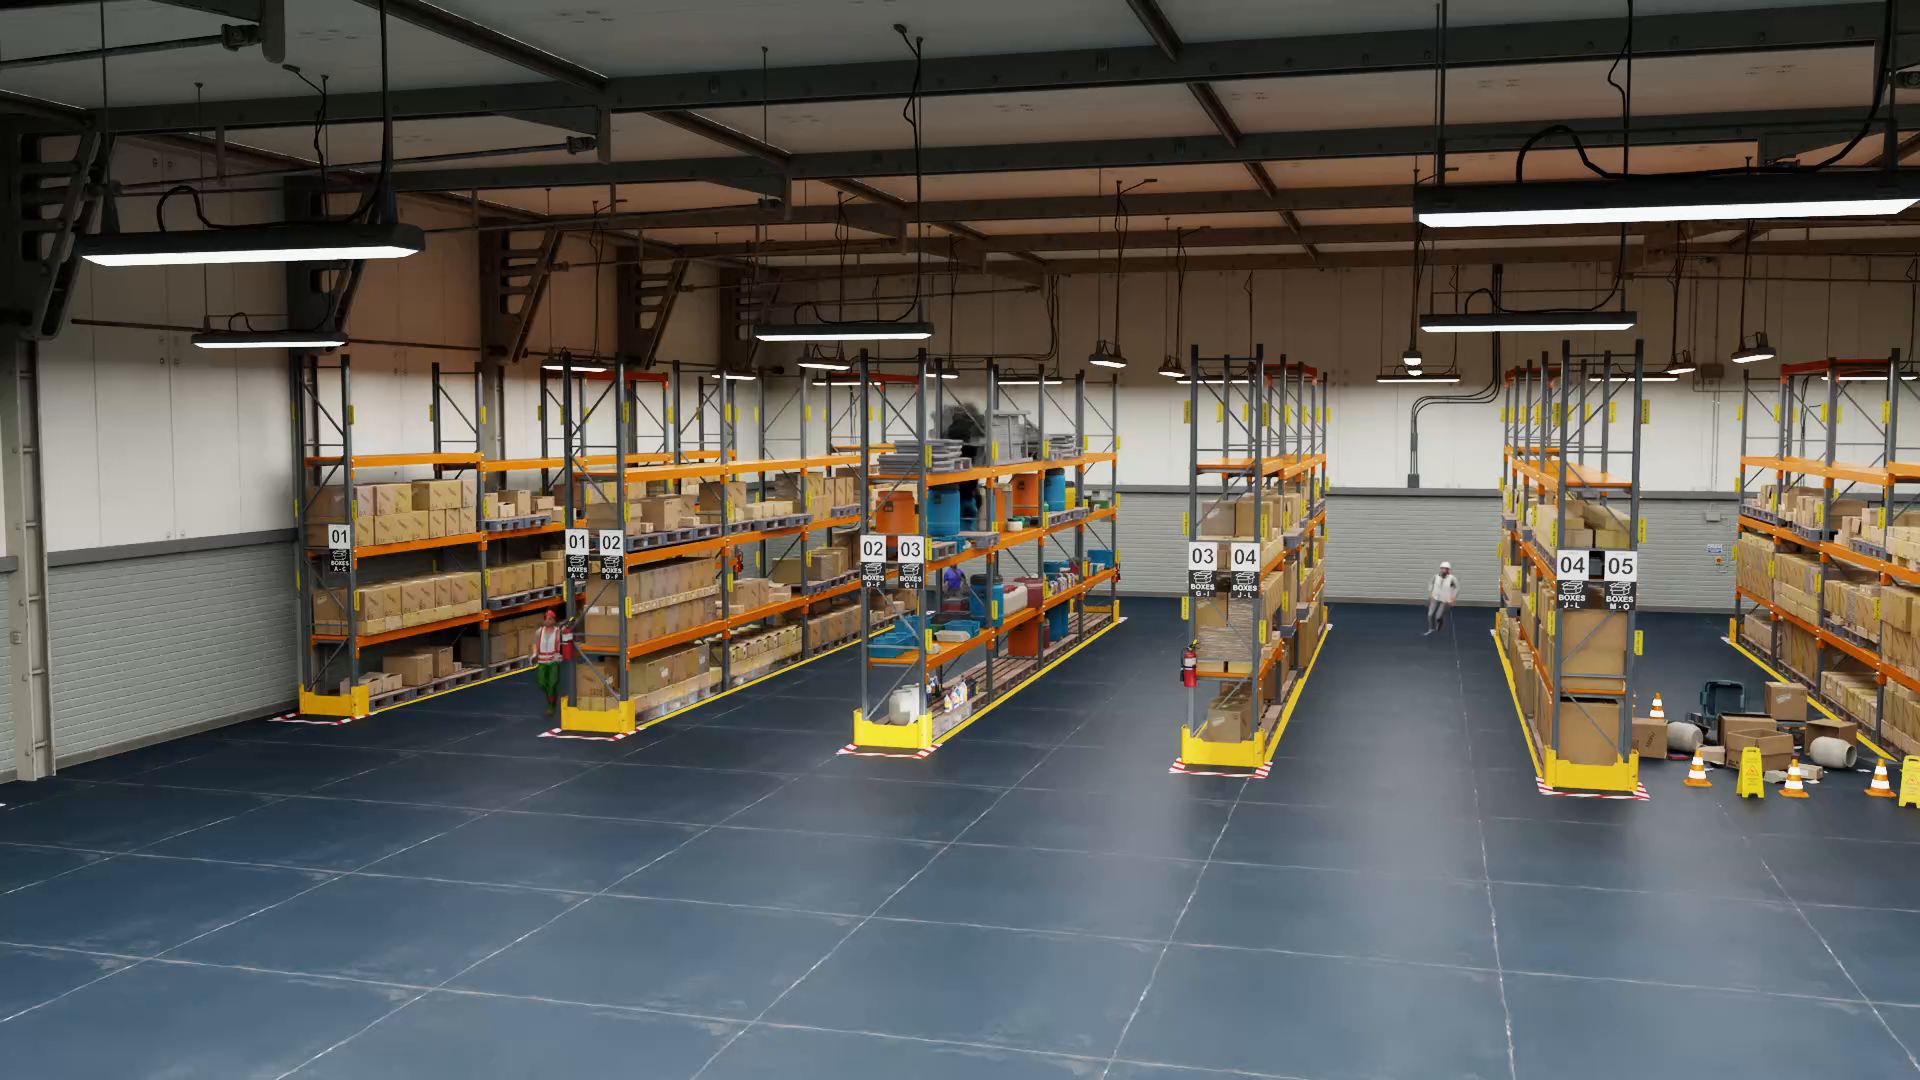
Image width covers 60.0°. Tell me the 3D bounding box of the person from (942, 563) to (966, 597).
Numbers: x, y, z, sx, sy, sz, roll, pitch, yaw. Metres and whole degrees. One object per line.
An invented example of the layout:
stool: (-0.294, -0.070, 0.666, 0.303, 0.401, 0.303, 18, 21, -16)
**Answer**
person: (-0.135, 1.272, 38.930, 0.579, 1.649, 0.843, 0, 4, -2)

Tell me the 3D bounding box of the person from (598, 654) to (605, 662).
person: (-6.514, 1.853, 31.057, 0.582, 1.708, 0.775, 1, 4, 7)

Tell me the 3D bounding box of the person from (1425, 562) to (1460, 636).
person: (10.962, 1.341, 37.758, 0.703, 1.710, 0.546, 3, 5, 34)

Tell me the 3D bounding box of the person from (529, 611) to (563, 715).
person: (-6.854, 2.052, 27.833, 0.662, 1.739, 0.598, 0, 4, 3)
